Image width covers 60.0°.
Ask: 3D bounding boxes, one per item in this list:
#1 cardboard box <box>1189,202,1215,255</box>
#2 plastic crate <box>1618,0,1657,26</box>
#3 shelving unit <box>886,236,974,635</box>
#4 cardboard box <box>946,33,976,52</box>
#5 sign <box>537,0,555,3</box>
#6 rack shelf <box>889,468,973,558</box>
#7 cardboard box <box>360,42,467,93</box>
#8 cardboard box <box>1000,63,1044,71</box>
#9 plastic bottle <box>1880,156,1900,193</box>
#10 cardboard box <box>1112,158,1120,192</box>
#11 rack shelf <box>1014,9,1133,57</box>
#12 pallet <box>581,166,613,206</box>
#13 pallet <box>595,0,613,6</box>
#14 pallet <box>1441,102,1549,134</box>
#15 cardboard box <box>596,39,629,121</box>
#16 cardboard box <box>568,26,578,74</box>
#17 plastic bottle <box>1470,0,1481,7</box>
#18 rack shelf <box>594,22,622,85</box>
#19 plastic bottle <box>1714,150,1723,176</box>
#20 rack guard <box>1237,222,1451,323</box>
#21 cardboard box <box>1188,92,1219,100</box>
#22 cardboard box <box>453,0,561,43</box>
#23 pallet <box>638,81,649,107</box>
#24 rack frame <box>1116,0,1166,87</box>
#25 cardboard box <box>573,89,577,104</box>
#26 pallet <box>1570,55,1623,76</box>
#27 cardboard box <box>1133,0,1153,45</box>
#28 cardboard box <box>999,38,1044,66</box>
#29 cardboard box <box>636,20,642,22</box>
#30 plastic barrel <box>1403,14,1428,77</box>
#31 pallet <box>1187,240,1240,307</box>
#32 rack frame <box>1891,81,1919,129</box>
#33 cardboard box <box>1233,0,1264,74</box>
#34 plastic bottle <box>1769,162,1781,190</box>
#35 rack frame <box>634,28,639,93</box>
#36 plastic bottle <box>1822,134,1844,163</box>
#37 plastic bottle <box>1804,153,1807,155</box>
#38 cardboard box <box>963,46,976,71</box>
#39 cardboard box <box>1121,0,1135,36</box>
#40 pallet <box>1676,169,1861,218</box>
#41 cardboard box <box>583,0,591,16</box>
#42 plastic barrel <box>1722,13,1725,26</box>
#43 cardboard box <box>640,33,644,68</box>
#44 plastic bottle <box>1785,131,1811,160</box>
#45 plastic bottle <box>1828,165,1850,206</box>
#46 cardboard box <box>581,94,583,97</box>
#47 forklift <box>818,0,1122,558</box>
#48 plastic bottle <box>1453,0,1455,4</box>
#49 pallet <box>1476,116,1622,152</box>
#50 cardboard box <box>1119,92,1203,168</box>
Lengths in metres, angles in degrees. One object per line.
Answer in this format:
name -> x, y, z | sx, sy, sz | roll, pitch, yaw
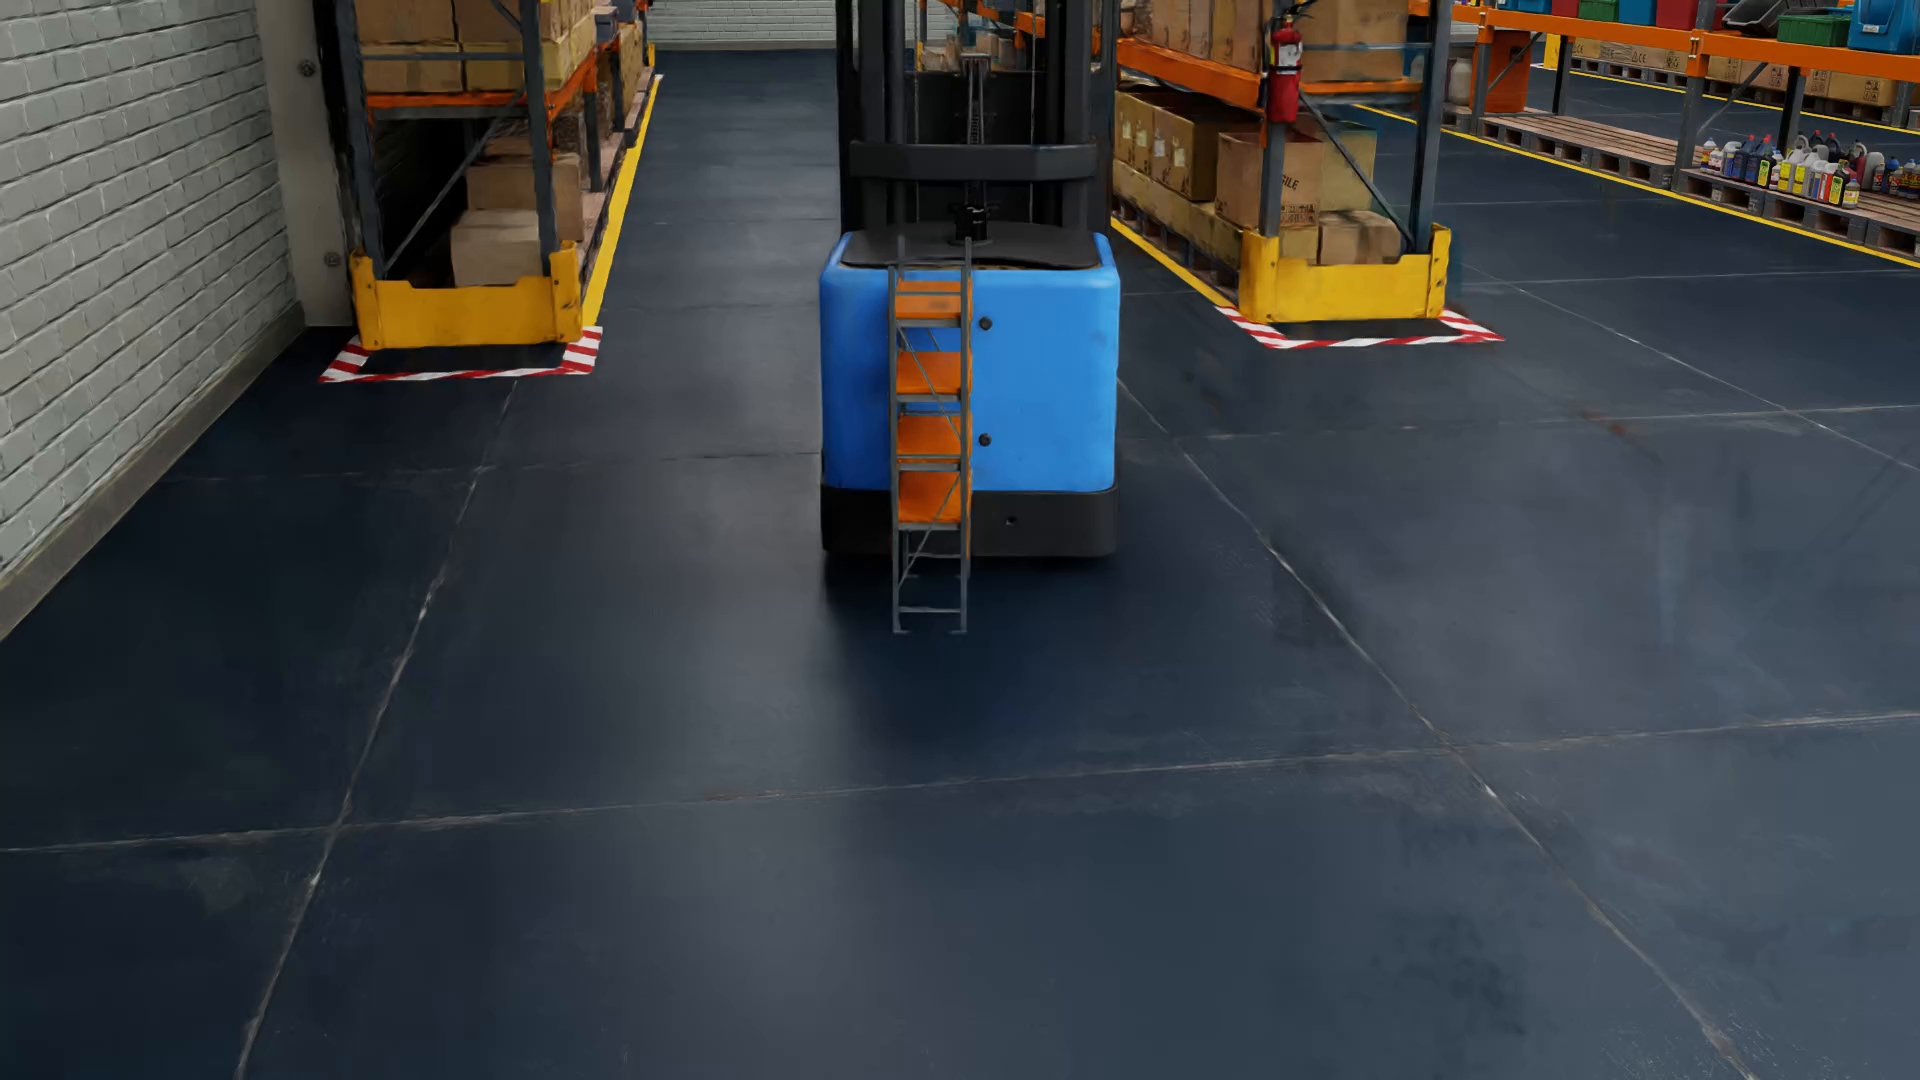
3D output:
cardboard box -> 1.773, -1.994, 10.597 | 0.500, 0.250, 0.500 | -3, 21, -8
plastic crate -> 6.085, -4.734, 14.627 | 0.392, 0.384, 0.575 | -3, 21, -8
shelving unit -> -0.090, -0.344, 5.423 | 0.258, 1.200, 0.503 | 1, 20, 2
cardboard box -> 0.221, -6.584, 22.495 | 0.797, 0.503, 0.637 | -3, 21, -8
sign -> -2.138, -2.924, 8.520 | 0.100, 0.325, 0.005 | -3, 21, -8
rack shelf -> -0.090, -0.095, 5.516 | 0.258, 0.148, 0.480 | 1, 20, 2
cardboard box -> -2.934, -2.582, 9.028 | 0.500, 0.250, 0.500 | -3, 21, -7
cardboard box -> 0.706, -4.859, 17.882 | 0.500, 0.500, 0.500 | -2, 21, -6
plastic bottle -> 7.082, -2.785, 12.658 | 0.097, 0.271, 0.097 | 0, 20, 0
cardboard box -> 1.417, -2.860, 12.915 | 0.500, 0.250, 0.500 | -3, 21, -8
rack shelf -> 1.361, -4.482, 14.959 | 1.077, 0.370, 4.000 | -3, 21, -8
pallet -> -3.365, -2.839, 13.516 | 1.003, 0.211, 1.213 | -3, 21, -8
pallet -> -3.502, -4.488, 14.218 | 1.003, 0.211, 1.213 | -3, 21, -8
pallet -> 5.820, -4.725, 18.565 | 1.003, 0.211, 1.213 | -3, 21, -8
cardboard box -> -3.804, -4.712, 17.016 | 0.750, 0.750, 0.750 | -3, 21, -8
cardboard box -> -2.588, -2.971, 10.069 | 0.500, 0.250, 0.500 | -3, 21, -9
plastic bottle -> 5.495, -5.824, 17.690 | 0.061, 0.283, 0.133 | -3, 21, -8
rack shelf -> -3.540, -4.231, 14.286 | 1.077, 0.370, 4.000 | -3, 21, -8
plastic bottle -> 6.193, -3.068, 13.514 | 0.097, 0.201, 0.097 | 0, 20, 0
rack guard -> 2.230, -1.563, 9.686 | 1.175, 0.500, 0.348 | -3, 21, -8
cardboard box -> 1.993, -3.064, 12.390 | 0.500, 0.500, 0.500 | -3, 21, -8
cardboard box -> -2.446, -2.962, 8.973 | 0.500, 0.500, 0.500 | -3, 21, -8
pallet -> -4.437, -5.607, 20.926 | 1.003, 0.211, 1.213 | -3, 21, -8
rack frame -> 1.650, -4.127, 12.979 | 1.000, 3.000, 0.127 | -3, 21, -8
cardboard box -> -3.520, -3.849, 14.105 | 0.500, 0.250, 0.500 | -4, 21, -9
pallet -> 9.916, -7.201, 25.194 | 1.003, 0.211, 1.213 | -3, 21, -8
cardboard box -> 1.720, -4.020, 12.551 | 0.700, 0.500, 0.500 | -3, 21, -9
cardboard box -> 0.694, -5.230, 17.803 | 0.500, 0.250, 0.500 | -2, 21, -6
cardboard box -> -4.583, -7.088, 22.951 | 0.380, 0.149, 0.250 | -3, 21, -8
plastic barrel -> 5.562, -5.925, 20.191 | 0.600, 0.901, 0.708 | -3, 21, -8
pallet -> 2.075, -1.698, 10.462 | 1.003, 0.211, 1.213 | -3, 21, -8
rack frame -> 10.877, -6.010, 18.021 | 1.000, 3.000, 0.127 | -3, 21, -8
cardboard box -> 2.091, -3.133, 10.174 | 0.700, 0.500, 0.500 | -2, 21, -6
plastic bottle -> 6.302, -2.806, 12.812 | 0.097, 0.201, 0.097 | 0, 20, 0
rack frame -> -4.405, -6.646, 19.722 | 1.000, 3.000, 0.127 | -3, 21, -8
plastic bottle -> 6.958, -3.066, 13.295 | 0.144, 0.351, 0.185 | -4, 21, -10
plastic bottle -> 6.489, -2.809, 12.714 | 0.152, 0.276, 0.135 | -3, 21, -8
cardboard box -> 0.325, -5.752, 20.274 | 0.500, 0.500, 0.500 | -4, 21, -10
cardboard box -> 1.536, -4.225, 13.455 | 0.500, 0.250, 0.500 | -2, 21, -4
pallet -> 6.607, -2.835, 13.504 | 1.003, 0.211, 1.213 | -3, 21, -8
cardboard box -> -2.800, -3.846, 11.339 | 0.500, 0.500, 0.500 | -3, 21, -8
plastic barrel -> 6.631, -4.781, 14.537 | 0.433, 0.535, 0.433 | 0, 20, 0
cardboard box -> -4.782, -6.819, 23.159 | 0.700, 0.500, 0.500 | -3, 21, -8
plastic bottle -> 6.787, -3.125, 13.453 | 0.144, 0.351, 0.185 | -3, 21, -8
plastic bottle -> 6.395, -2.577, 12.084 | 0.061, 0.283, 0.133 | -2, 21, -6
cardboard box -> -3.614, -3.694, 14.764 | 0.700, 0.500, 0.500 | -3, 21, -8
forklift -> 0.072, -1.777, 6.784 | 1.130, 2.935, 3.031 | 1, 20, 2
plastic bottle -> 5.435, -6.007, 18.196 | 0.097, 0.271, 0.097 | 0, 20, 0
pallet -> 6.049, -4.184, 17.117 | 1.003, 0.211, 1.213 | -3, 21, -8
cardboard box -> 1.487, -3.038, 12.320 | 0.500, 0.500, 0.500 | -3, 21, -8
